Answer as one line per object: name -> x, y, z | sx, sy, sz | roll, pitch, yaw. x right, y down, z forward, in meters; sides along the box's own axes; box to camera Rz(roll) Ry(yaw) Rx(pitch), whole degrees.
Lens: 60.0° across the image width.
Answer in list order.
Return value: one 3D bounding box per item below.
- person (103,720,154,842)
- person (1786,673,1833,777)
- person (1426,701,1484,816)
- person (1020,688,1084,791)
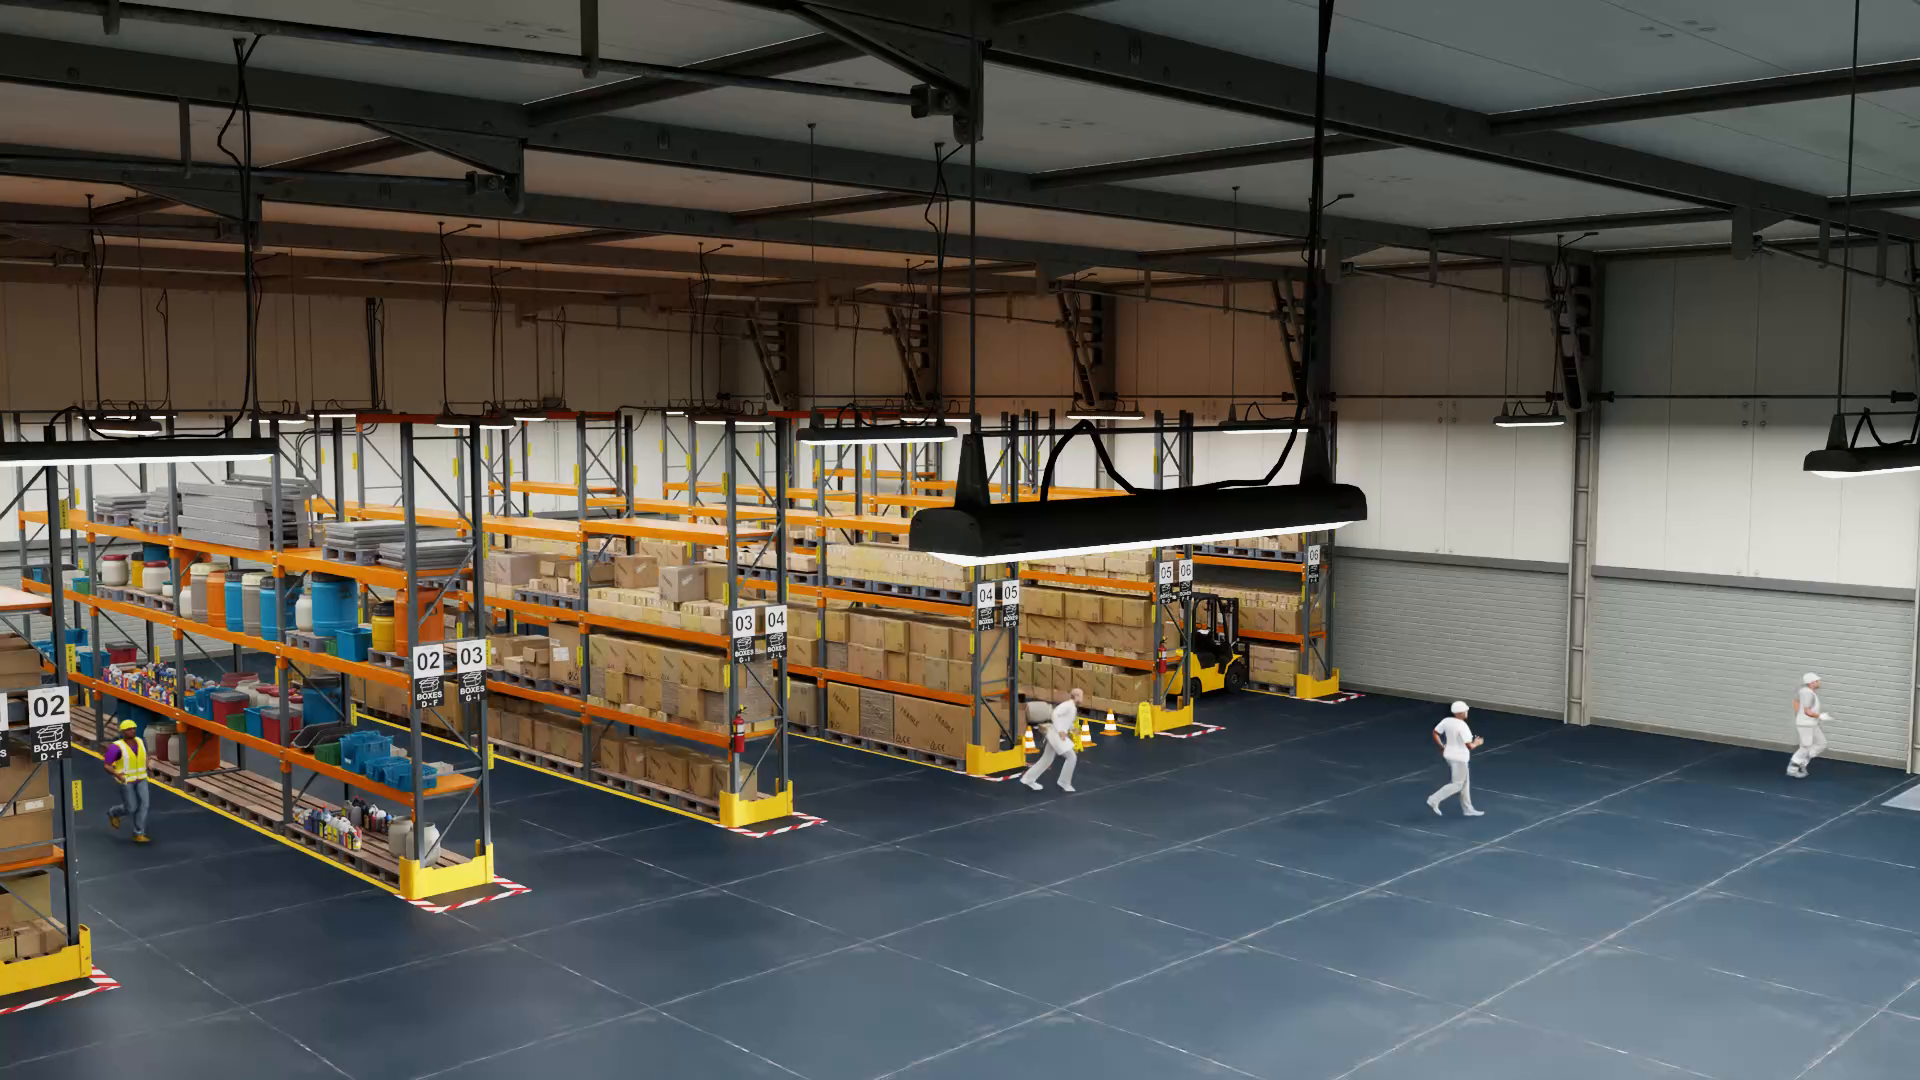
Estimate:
person -> -11.792, 3.414, 23.658 | 0.801, 1.736, 0.700 | 3, 6, 32
person -> 14.048, 3.062, 27.460 | 0.652, 1.754, 0.635 | 3, 6, 29
person -> 7.396, 3.274, 24.817 | 0.953, 1.747, 0.702 | -1, 5, -10
person -> 1.483, 3.233, 26.751 | 1.015, 1.709, 0.706 | 0, 5, 5
